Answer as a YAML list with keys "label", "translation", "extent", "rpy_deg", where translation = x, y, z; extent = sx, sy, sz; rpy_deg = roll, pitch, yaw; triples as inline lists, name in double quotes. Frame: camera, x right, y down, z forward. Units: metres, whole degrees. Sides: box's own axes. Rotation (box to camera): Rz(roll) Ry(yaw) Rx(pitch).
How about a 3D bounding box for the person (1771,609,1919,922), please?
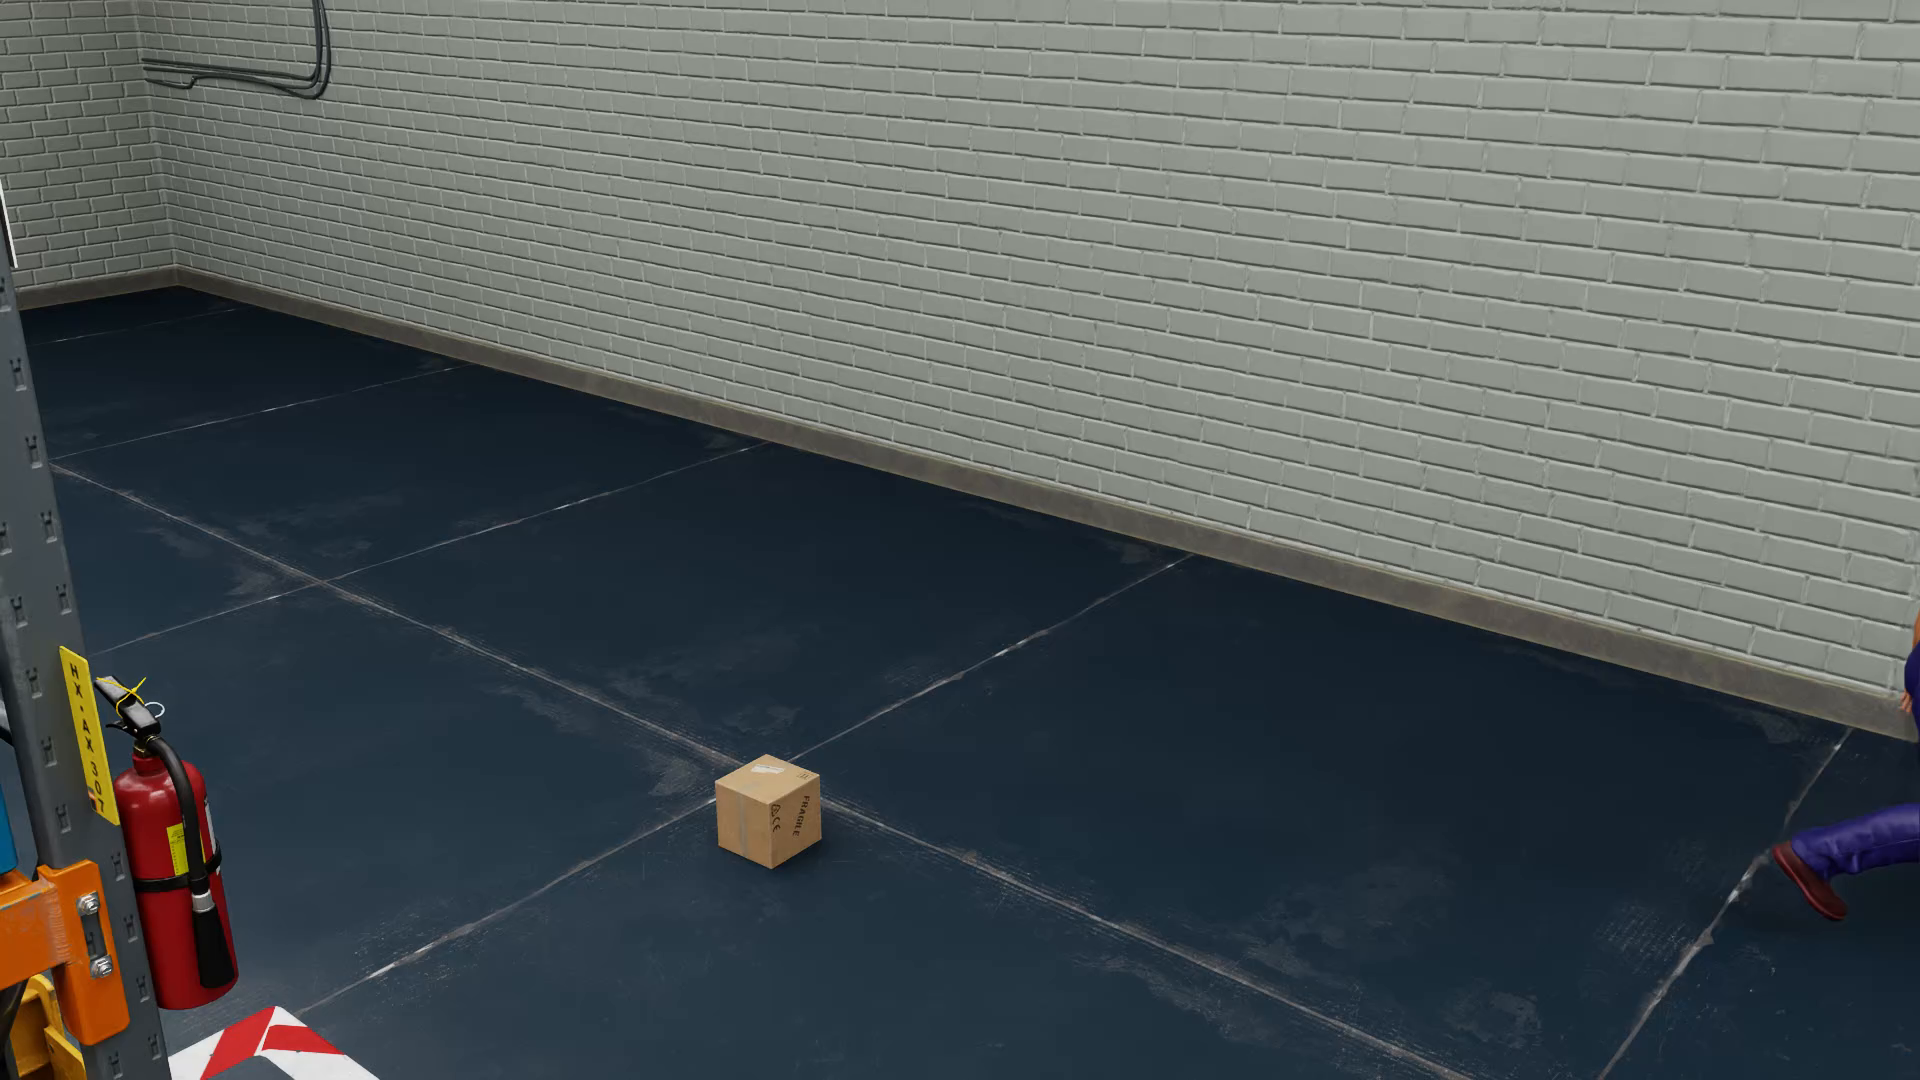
- label: "person"
  translation: [2.933, 0.441, 4.885]
  extent: [0.861, 1.606, 0.495]
  rpy_deg: [6, 21, 17]
